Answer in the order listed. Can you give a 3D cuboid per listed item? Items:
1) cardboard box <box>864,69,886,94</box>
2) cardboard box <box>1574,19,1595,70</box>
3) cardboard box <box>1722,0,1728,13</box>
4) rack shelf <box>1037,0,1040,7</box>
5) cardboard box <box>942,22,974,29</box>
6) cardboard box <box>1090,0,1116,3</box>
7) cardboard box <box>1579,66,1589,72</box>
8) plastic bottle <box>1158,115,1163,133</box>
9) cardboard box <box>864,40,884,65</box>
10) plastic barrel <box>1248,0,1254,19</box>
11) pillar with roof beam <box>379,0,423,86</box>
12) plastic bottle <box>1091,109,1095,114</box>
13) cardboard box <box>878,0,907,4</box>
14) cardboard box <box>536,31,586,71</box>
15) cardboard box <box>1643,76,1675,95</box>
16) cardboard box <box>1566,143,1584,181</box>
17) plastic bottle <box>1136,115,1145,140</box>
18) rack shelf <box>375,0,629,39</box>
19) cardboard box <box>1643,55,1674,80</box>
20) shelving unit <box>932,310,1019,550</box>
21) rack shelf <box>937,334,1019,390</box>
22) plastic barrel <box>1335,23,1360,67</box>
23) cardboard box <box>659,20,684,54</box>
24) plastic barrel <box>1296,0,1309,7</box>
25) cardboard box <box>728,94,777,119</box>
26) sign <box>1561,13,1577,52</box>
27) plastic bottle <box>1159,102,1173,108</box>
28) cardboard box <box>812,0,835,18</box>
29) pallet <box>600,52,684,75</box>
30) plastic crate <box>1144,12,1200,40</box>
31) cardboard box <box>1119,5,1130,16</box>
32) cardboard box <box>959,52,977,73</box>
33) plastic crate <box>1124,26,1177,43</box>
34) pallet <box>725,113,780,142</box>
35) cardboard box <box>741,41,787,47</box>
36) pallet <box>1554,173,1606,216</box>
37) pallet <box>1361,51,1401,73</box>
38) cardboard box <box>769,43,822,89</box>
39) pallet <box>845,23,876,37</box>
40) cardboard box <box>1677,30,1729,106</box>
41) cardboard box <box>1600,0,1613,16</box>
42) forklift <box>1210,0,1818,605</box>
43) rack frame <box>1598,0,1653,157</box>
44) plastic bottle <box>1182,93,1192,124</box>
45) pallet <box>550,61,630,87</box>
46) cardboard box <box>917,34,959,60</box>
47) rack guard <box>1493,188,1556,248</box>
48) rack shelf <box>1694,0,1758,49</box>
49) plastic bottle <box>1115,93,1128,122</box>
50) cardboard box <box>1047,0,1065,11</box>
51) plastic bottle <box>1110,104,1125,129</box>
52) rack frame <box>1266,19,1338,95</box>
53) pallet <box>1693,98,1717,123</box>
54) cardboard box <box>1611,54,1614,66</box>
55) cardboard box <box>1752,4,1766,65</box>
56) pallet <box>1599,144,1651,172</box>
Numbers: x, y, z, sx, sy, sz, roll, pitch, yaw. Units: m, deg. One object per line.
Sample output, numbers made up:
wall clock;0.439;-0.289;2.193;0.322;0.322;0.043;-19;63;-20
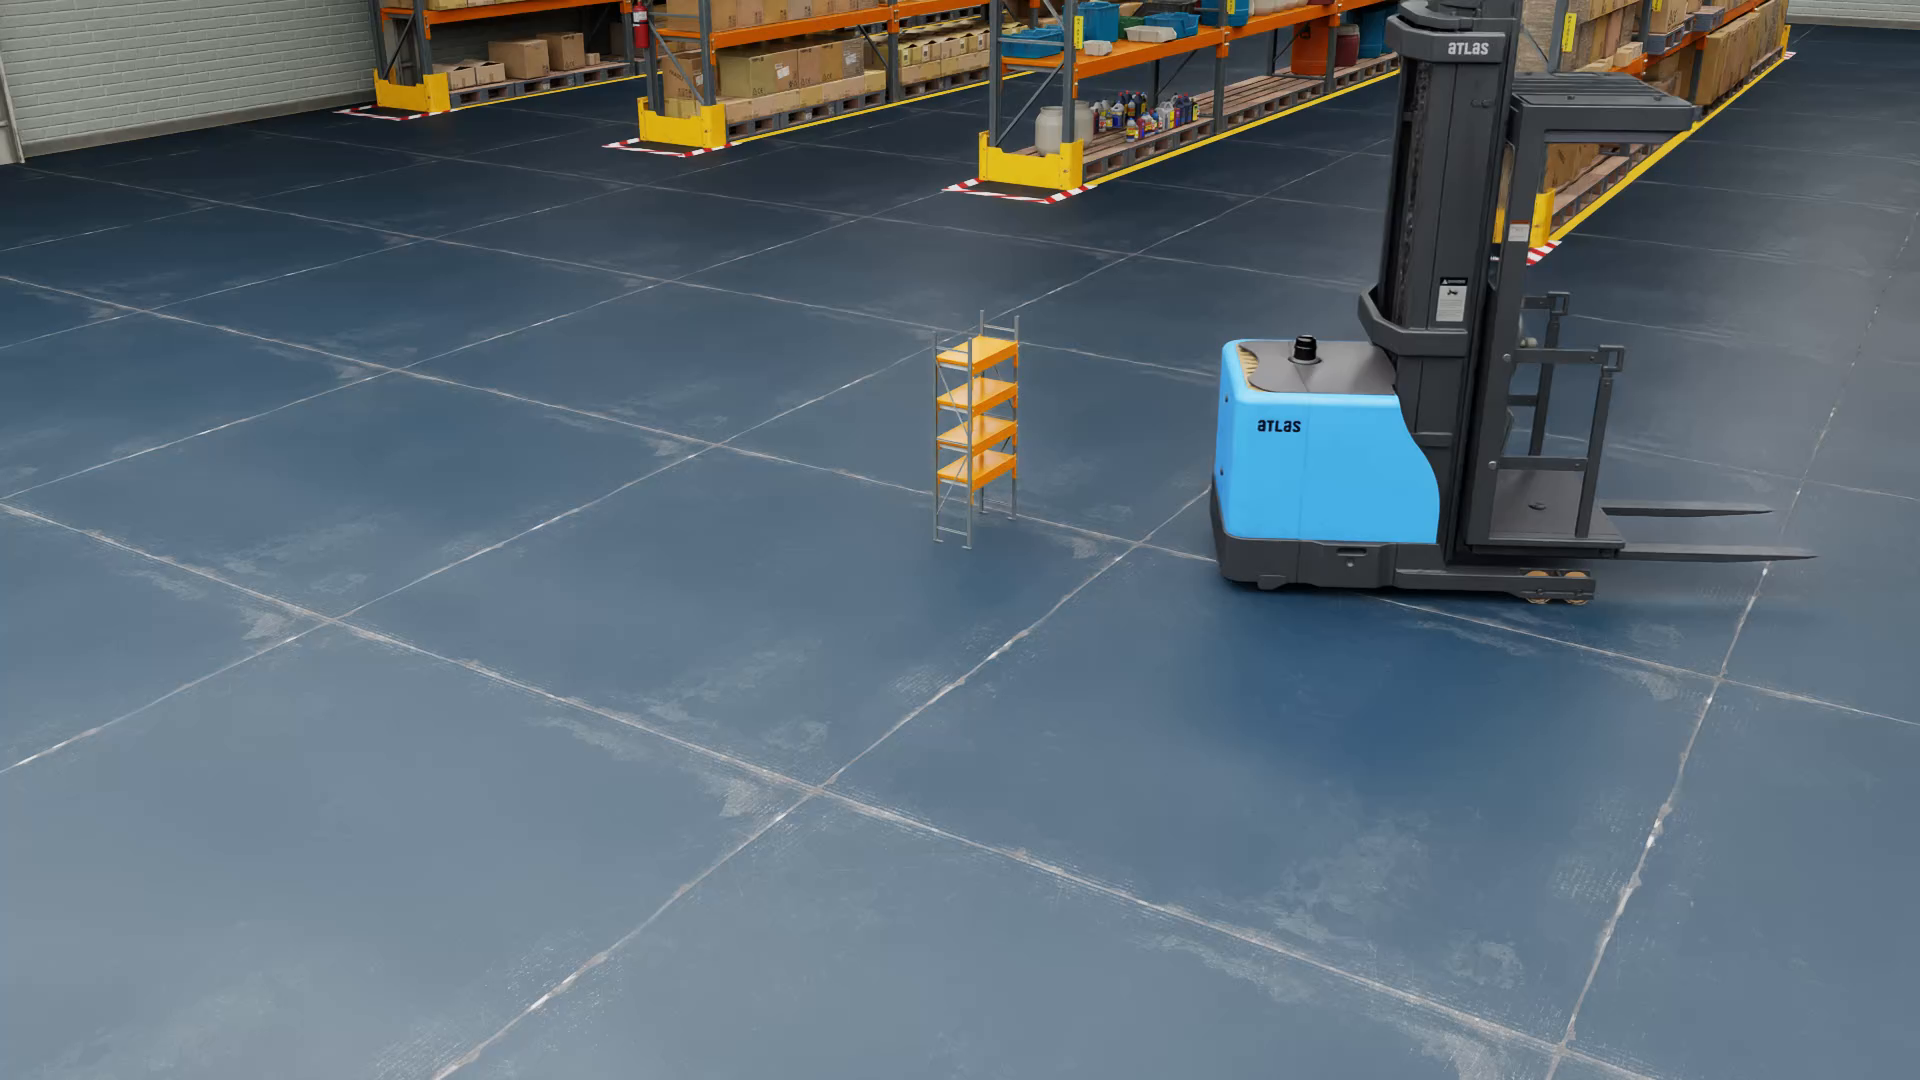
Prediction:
cardboard box;-1.382;-6.414;23.222;0.500;0.250;0.500;14;27;29
cardboard box;5.757;-4.974;16.463;0.875;0.500;0.500;14;27;29
cardboard box;9.959;-7.285;22.177;0.500;0.500;0.500;13;27;28
rack shelf;1.842;-9.380;28.047;1.077;0.370;4.000;14;27;29
cardboard box;-0.009;-7.929;26.017;0.500;0.311;0.500;13;27;28
cardboard box;2.435;-9.328;29.614;0.500;0.500;0.500;13;26;27
cardboard box;5.988;-4.612;16.444;0.380;0.149;0.250;14;27;29
plastic bottle;2.389;-5.012;20.021;0.097;0.201;0.097;0;23;0
cardboard box;-1.353;-7.070;24.033;0.500;0.311;0.500;14;27;29
plastic barrel;3.574;-6.985;21.439;0.433;0.535;0.433;0;23;0
pillar with roof beam;-4.352;-9.640;20.192;9.100;9.000;0.400;14;27;29
plastic bottle;1.526;-5.039;19.988;0.152;0.276;0.135;14;27;29
cardboard box;-1.100;-7.792;23.661;0.500;0.250;0.500;16;28;32
cardboard box;-6.047;-7.418;25.202;0.500;0.500;0.500;12;26;25
cardboard box;8.583;-5.592;20.985;0.700;0.500;0.500;11;26;25
cardboard box;6.290;-4.106;17.577;0.500;0.500;0.500;11;26;24
plastic bottle;2.129;-4.870;19.590;0.061;0.283;0.133;14;27;30
rack shelf;-6.588;-7.717;24.205;1.077;0.370;4.000;14;27;29
cardboard box;8.602;-5.943;20.852;0.500;0.250;0.500;17;29;35
shelving unit;0.087;-0.606;9.141;0.258;1.200;0.503;14;27;29
rack shelf;0.087;-0.967;8.985;0.258;0.148;0.480;14;27;29
plastic barrel;5.833;-7.632;25.610;0.600;0.588;0.708;14;27;29
cardboard box;-4.929;-8.214;27.040;0.700;0.500;0.500;13;27;28
plastic barrel;4.632;-7.655;23.017;0.421;0.512;0.421;0;23;0
cardboard box;-2.700;-5.570;21.273;0.500;0.250;0.500;14;27;29
sign;5.442;-4.541;14.875;0.100;0.325;0.005;14;27;29
plastic bottle;2.548;-5.278;20.540;0.152;0.276;0.135;14;27;29
cardboard box;-2.092;-7.232;22.054;0.700;0.500;0.500;14;27;30
pallet;-5.124;-7.705;26.783;1.003;0.211;1.213;14;27;29
plastic crate;2.530;-6.147;19.861;0.499;0.251;0.616;14;27;29
cardboard box;2.612;-9.048;28.968;0.500;0.500;0.500;14;27;29
cardboard box;-0.089;-7.219;25.083;0.500;0.250;0.500;14;27;30
plastic crate;2.242;-5.924;19.490;0.530;0.136;0.437;14;27;29
pallet;-3.065;-5.322;21.278;1.003;0.211;1.213;14;27;29
cardboard box;-2.623;-6.362;22.160;0.500;0.500;0.500;14;27;29
pallet;6.124;-3.681;17.487;1.003;0.211;1.213;14;27;29
pallet;6.661;-7.815;27.036;1.003;0.211;1.213;14;27;29
cardboard box;-2.168;-6.250;21.900;0.500;0.500;0.500;14;27;29
pallet;-2.299;-9.453;30.820;1.003;0.211;1.213;14;27;29
cardboard box;9.583;-6.404;22.413;1.225;0.875;0.875;12;26;27
cardboard box;6.035;-5.364;16.106;0.500;0.500;0.500;14;27;29
forklift;2.900;-1.233;8.409;3.031;2.935;1.130;2;23;4
rack frame;7.091;-5.608;18.428;1.000;3.000;0.127;14;27;29
plastic bottle;2.788;-5.354;20.623;0.144;0.351;0.185;13;27;28
pallet;-5.858;-7.208;25.635;1.003;0.211;1.213;14;27;29
cardboard box;-0.353;-7.303;24.571;0.500;0.311;0.500;13;27;27
rack guard;5.021;-3.136;15.866;1.175;0.500;0.348;14;27;29
rack shelf;10.256;-7.303;23.249;1.077;0.370;4.000;14;27;29
plastic bottle;2.005;-5.383;20.689;0.144;0.351;0.185;13;26;27
cardboard box;1.643;-9.165;28.294;0.500;0.250;0.500;13;27;28
plastic bottle;1.920;-5.183;20.320;0.152;0.276;0.135;14;27;29
rack frame;4.993;-7.996;23.944;1.000;3.000;0.127;14;27;29
pallet;9.681;-5.929;22.679;1.003;0.211;1.213;14;27;29
cardboard box;6.624;-5.040;17.432;0.380;0.149;0.250;14;27;29
cardboard box;11.727;-7.732;25.480;0.875;0.875;0.875;14;27;29
pallet;7.501;-4.591;19.590;1.003;0.211;1.213;14;27;29
